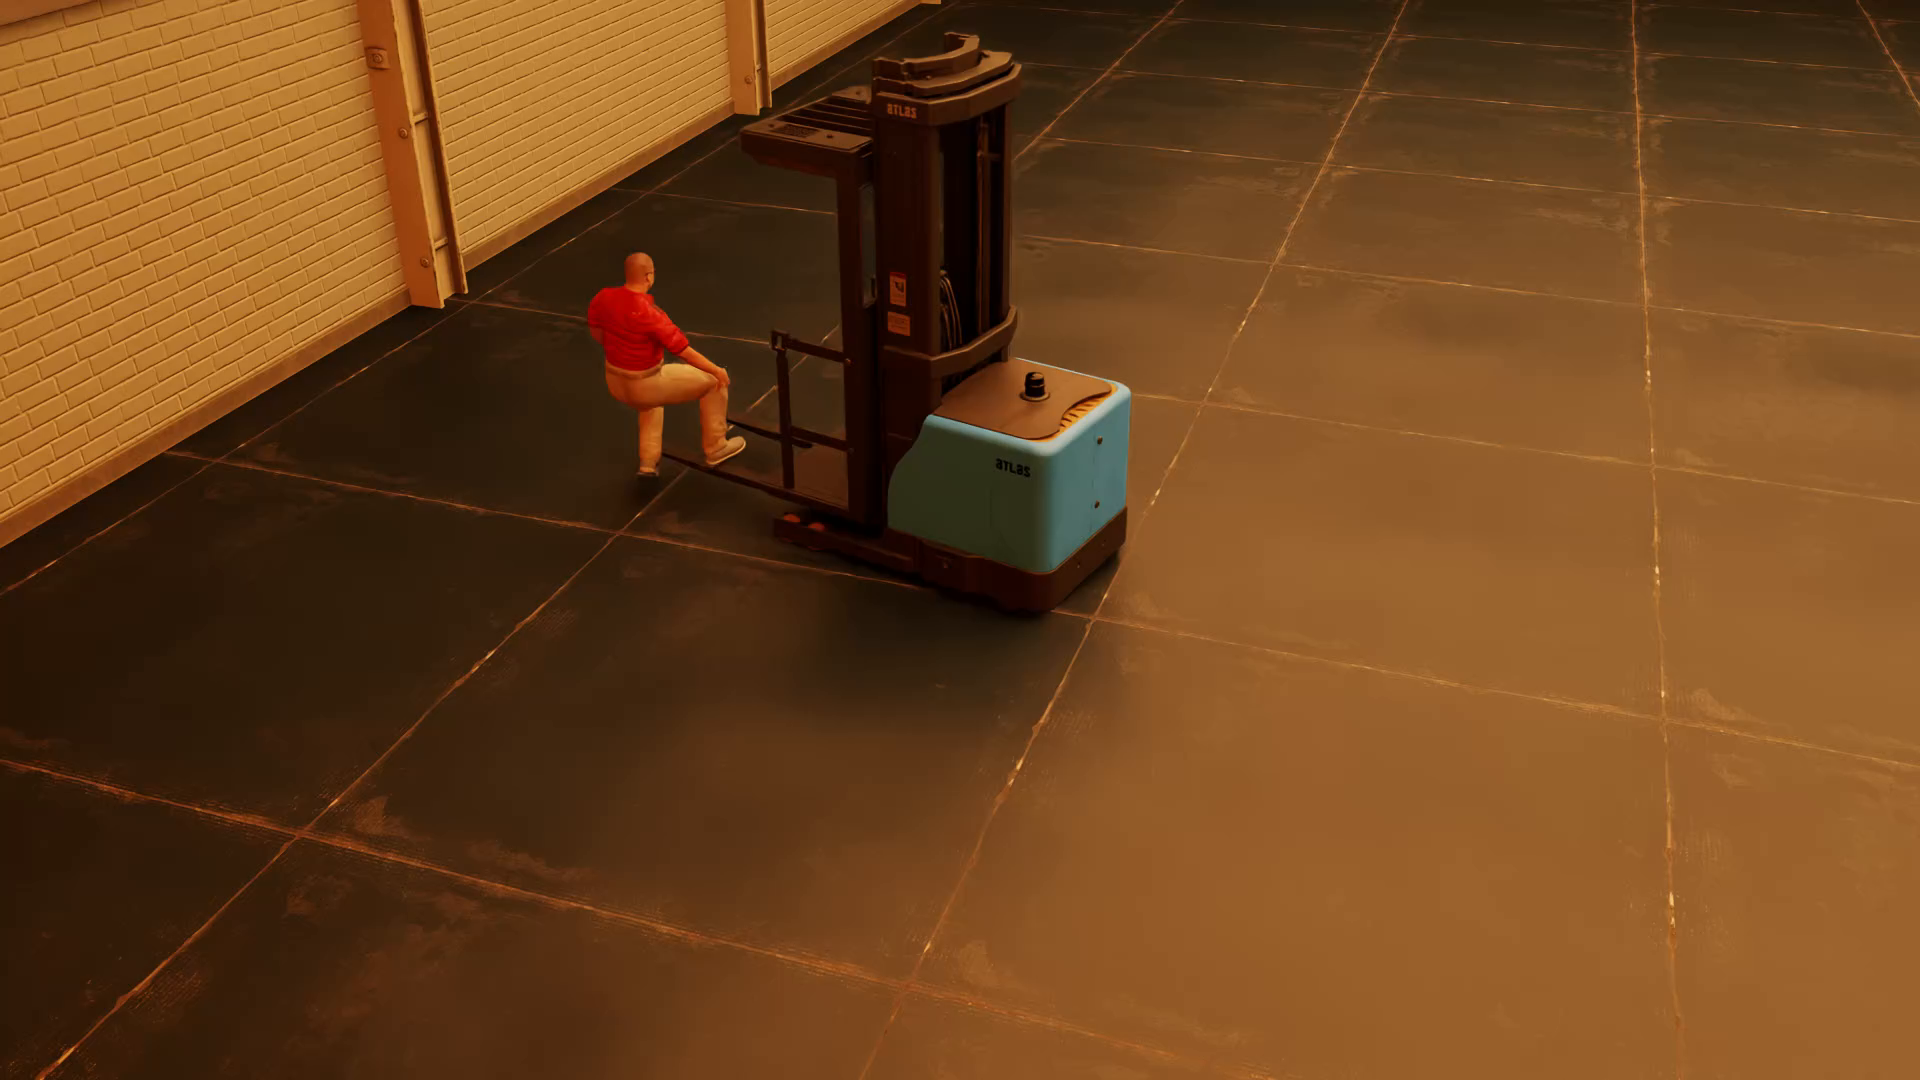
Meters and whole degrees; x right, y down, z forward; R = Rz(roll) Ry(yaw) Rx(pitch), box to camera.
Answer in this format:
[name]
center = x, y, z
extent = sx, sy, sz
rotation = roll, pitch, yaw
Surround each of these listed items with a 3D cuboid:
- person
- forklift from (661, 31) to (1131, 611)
[person]
center = -1.830, -1.082, 10.281
extent = 0.777, 1.547, 0.627
rotation = 17, 34, 27
[forklift]
center = -0.531, -1.413, 9.615
extent = 3.031, 2.935, 1.130
rotation = 17, 34, 27
